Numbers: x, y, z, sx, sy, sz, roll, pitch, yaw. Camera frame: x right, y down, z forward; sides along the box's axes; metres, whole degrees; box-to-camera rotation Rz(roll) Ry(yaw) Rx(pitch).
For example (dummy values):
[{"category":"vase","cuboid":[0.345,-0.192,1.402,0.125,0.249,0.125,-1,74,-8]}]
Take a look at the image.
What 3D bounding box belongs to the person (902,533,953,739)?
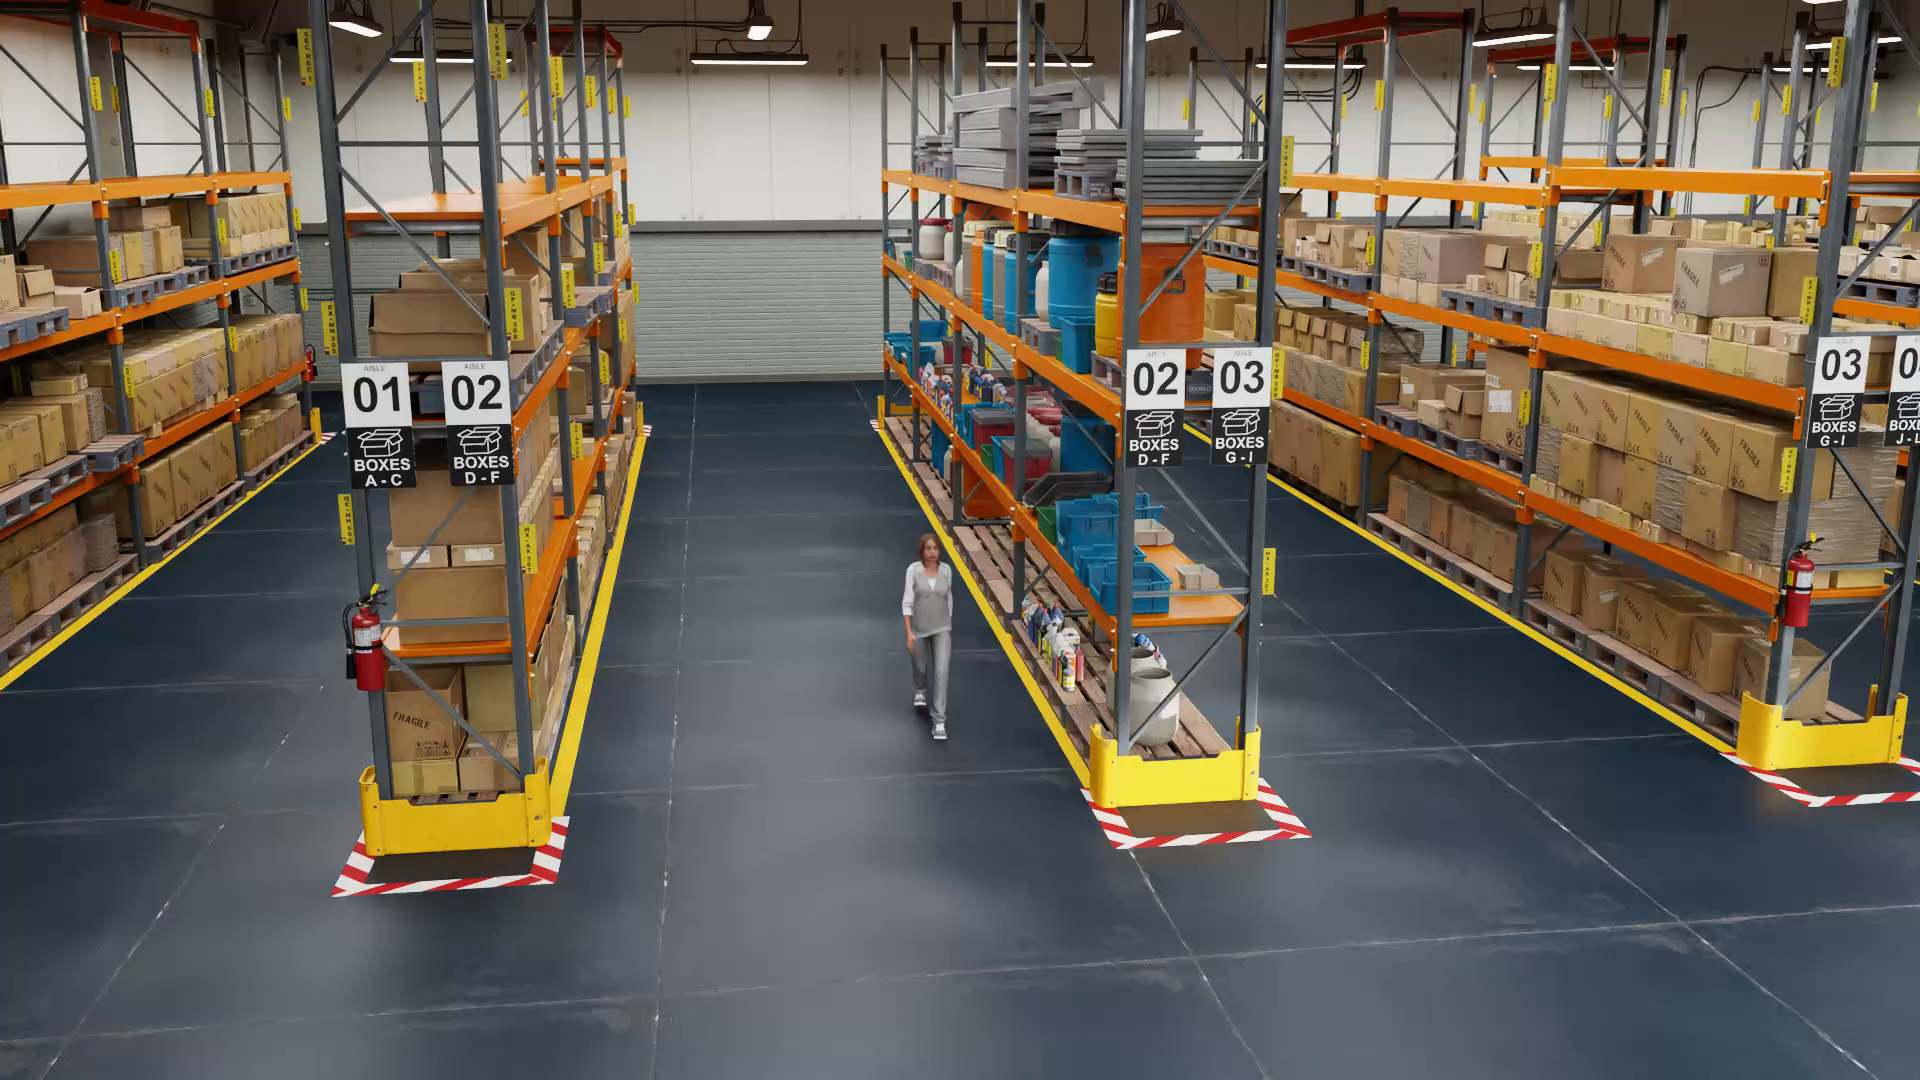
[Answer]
[{"category":"person","cuboid":[-0.250,0.705,13.033,0.412,1.543,0.929,-1,13,-6]}]
